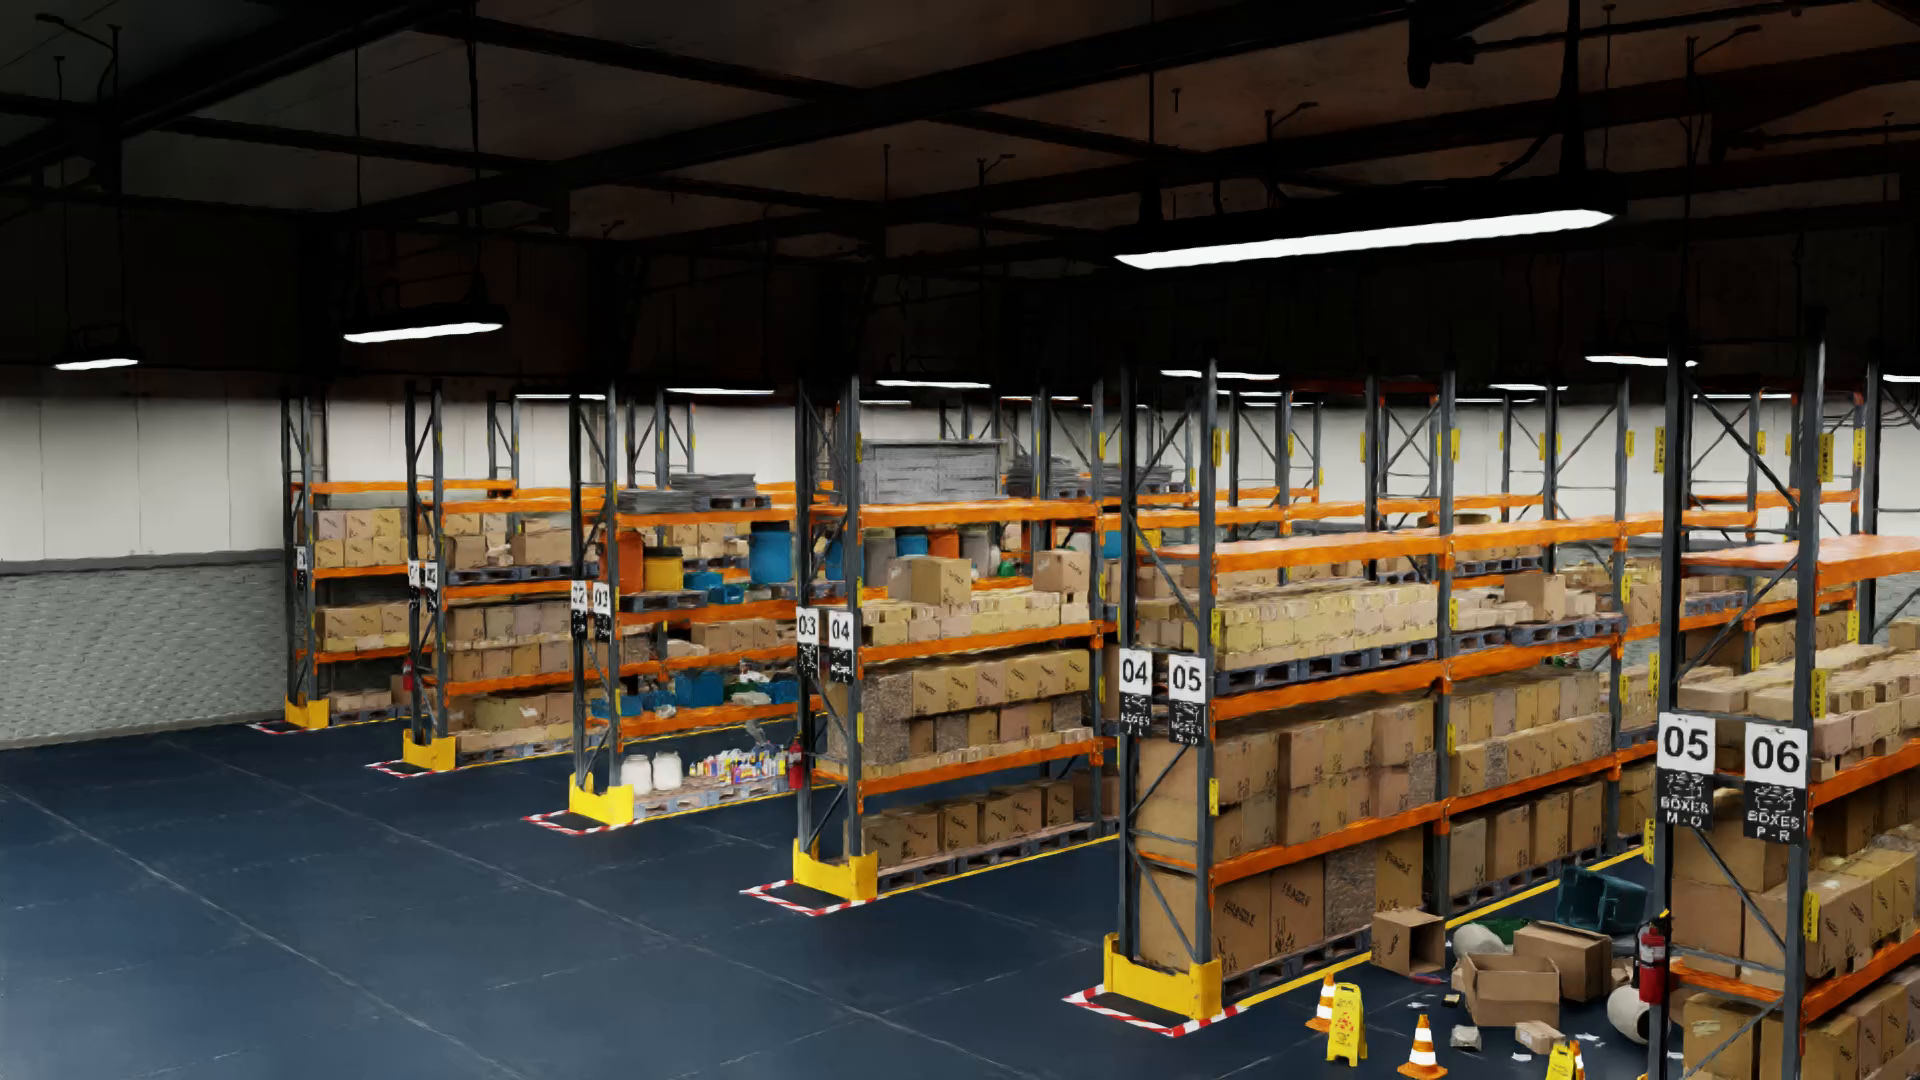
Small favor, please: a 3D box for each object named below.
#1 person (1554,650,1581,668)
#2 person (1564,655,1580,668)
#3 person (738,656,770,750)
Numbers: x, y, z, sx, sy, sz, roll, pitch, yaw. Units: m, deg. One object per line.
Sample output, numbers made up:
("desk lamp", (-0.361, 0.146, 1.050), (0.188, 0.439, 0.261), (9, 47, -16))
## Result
("person", (11.721, 2.257, 32.083), (0.988, 1.735, 0.594), (-2, 4, -24))
("person", (9.878, 2.632, 26.856), (1.075, 1.586, 0.457), (-3, 5, -42))
("person", (-3.346, 2.657, 26.822), (0.763, 1.603, 0.607), (-3, 5, -38))
